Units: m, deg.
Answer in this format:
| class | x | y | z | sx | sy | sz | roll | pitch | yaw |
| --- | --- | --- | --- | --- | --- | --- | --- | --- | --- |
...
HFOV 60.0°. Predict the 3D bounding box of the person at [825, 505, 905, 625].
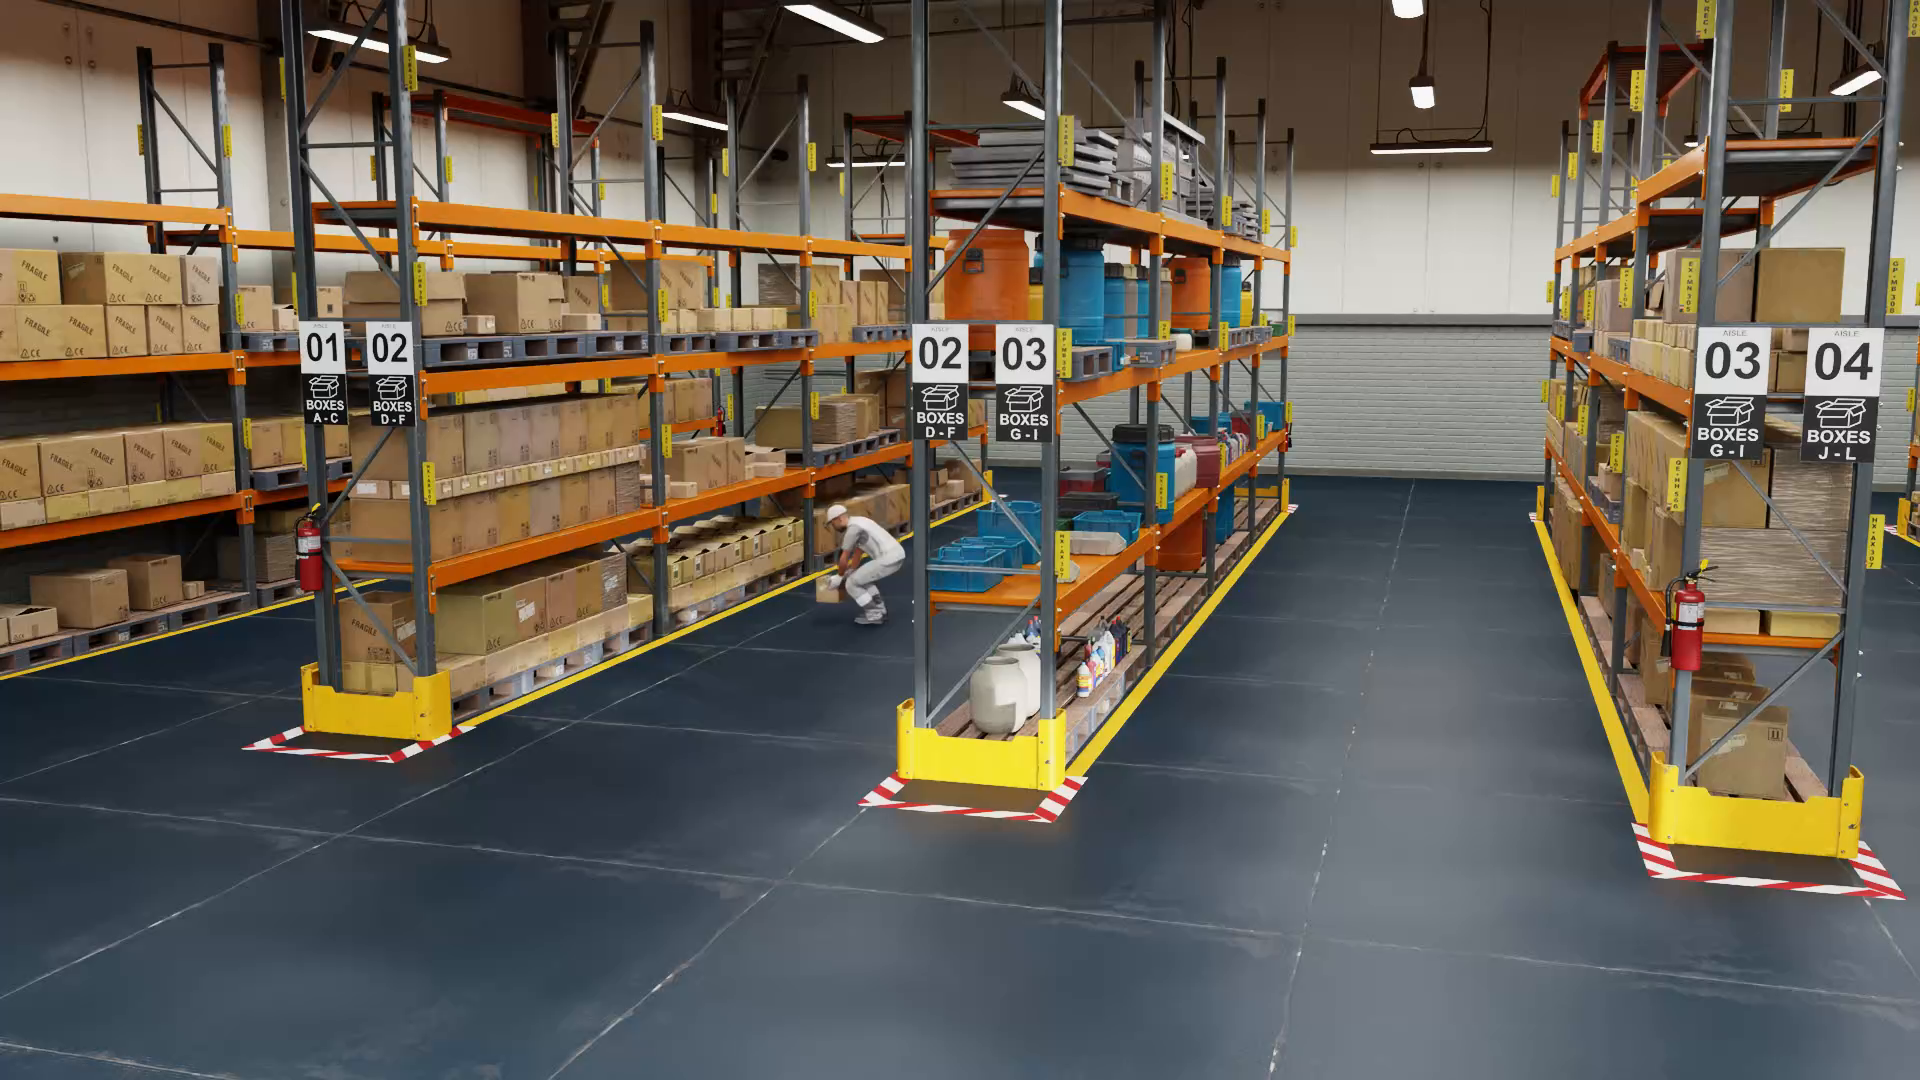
| class | x | y | z | sx | sy | sz | roll | pitch | yaw |
| --- | --- | --- | --- | --- | --- | --- | --- | --- | --- |
| person | -1.004 | 0.253 | 17.420 | 0.832 | 1.239 | 0.582 | 2 | 9 | 16 |
